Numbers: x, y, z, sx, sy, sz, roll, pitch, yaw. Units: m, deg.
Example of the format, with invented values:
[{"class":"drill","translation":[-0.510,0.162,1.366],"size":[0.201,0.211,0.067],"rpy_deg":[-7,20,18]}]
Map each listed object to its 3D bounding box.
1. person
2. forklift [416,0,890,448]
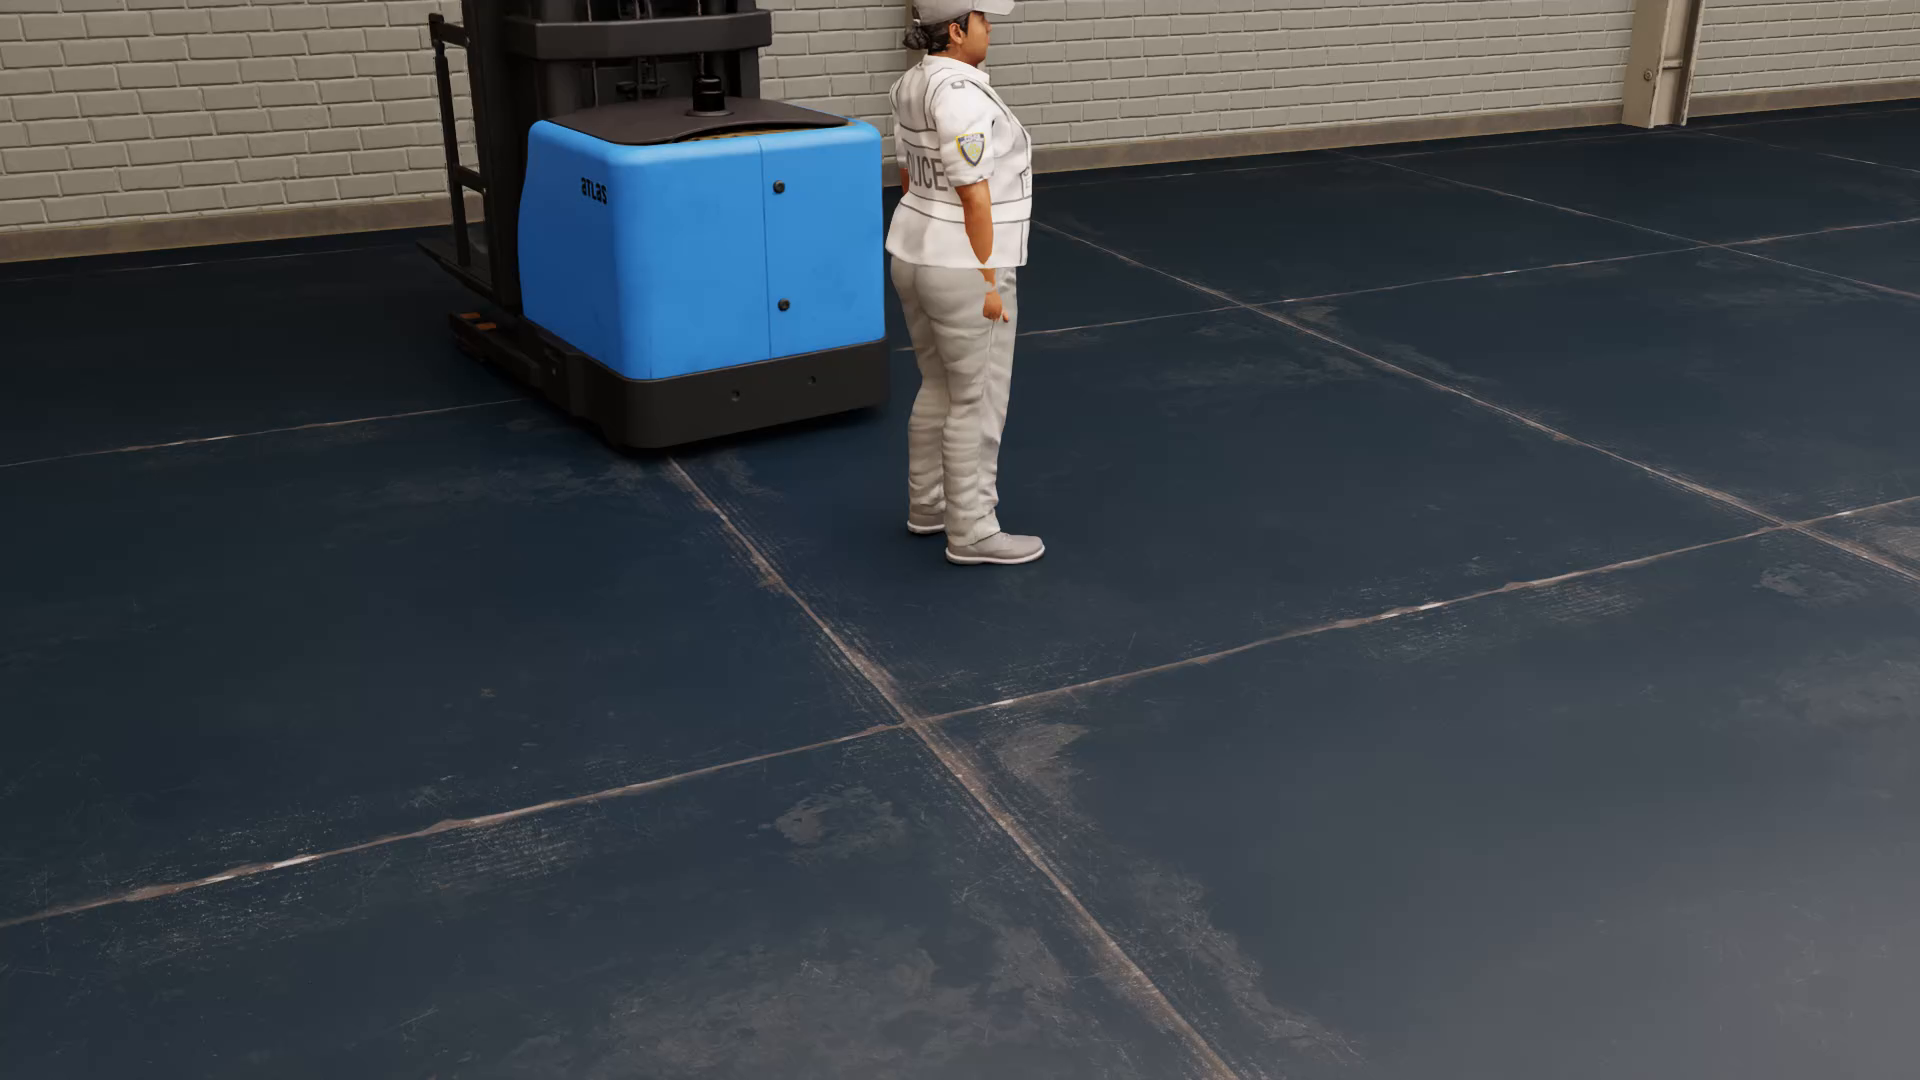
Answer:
[{"class":"person","translation":[0.004,-0.762,4.782],"size":[0.388,1.668,0.478],"rpy_deg":[-10,25,-23]},{"class":"forklift","translation":[-1.495,-2.177,6.527],"size":[1.130,2.935,3.031],"rpy_deg":[-14,27,-31]}]
